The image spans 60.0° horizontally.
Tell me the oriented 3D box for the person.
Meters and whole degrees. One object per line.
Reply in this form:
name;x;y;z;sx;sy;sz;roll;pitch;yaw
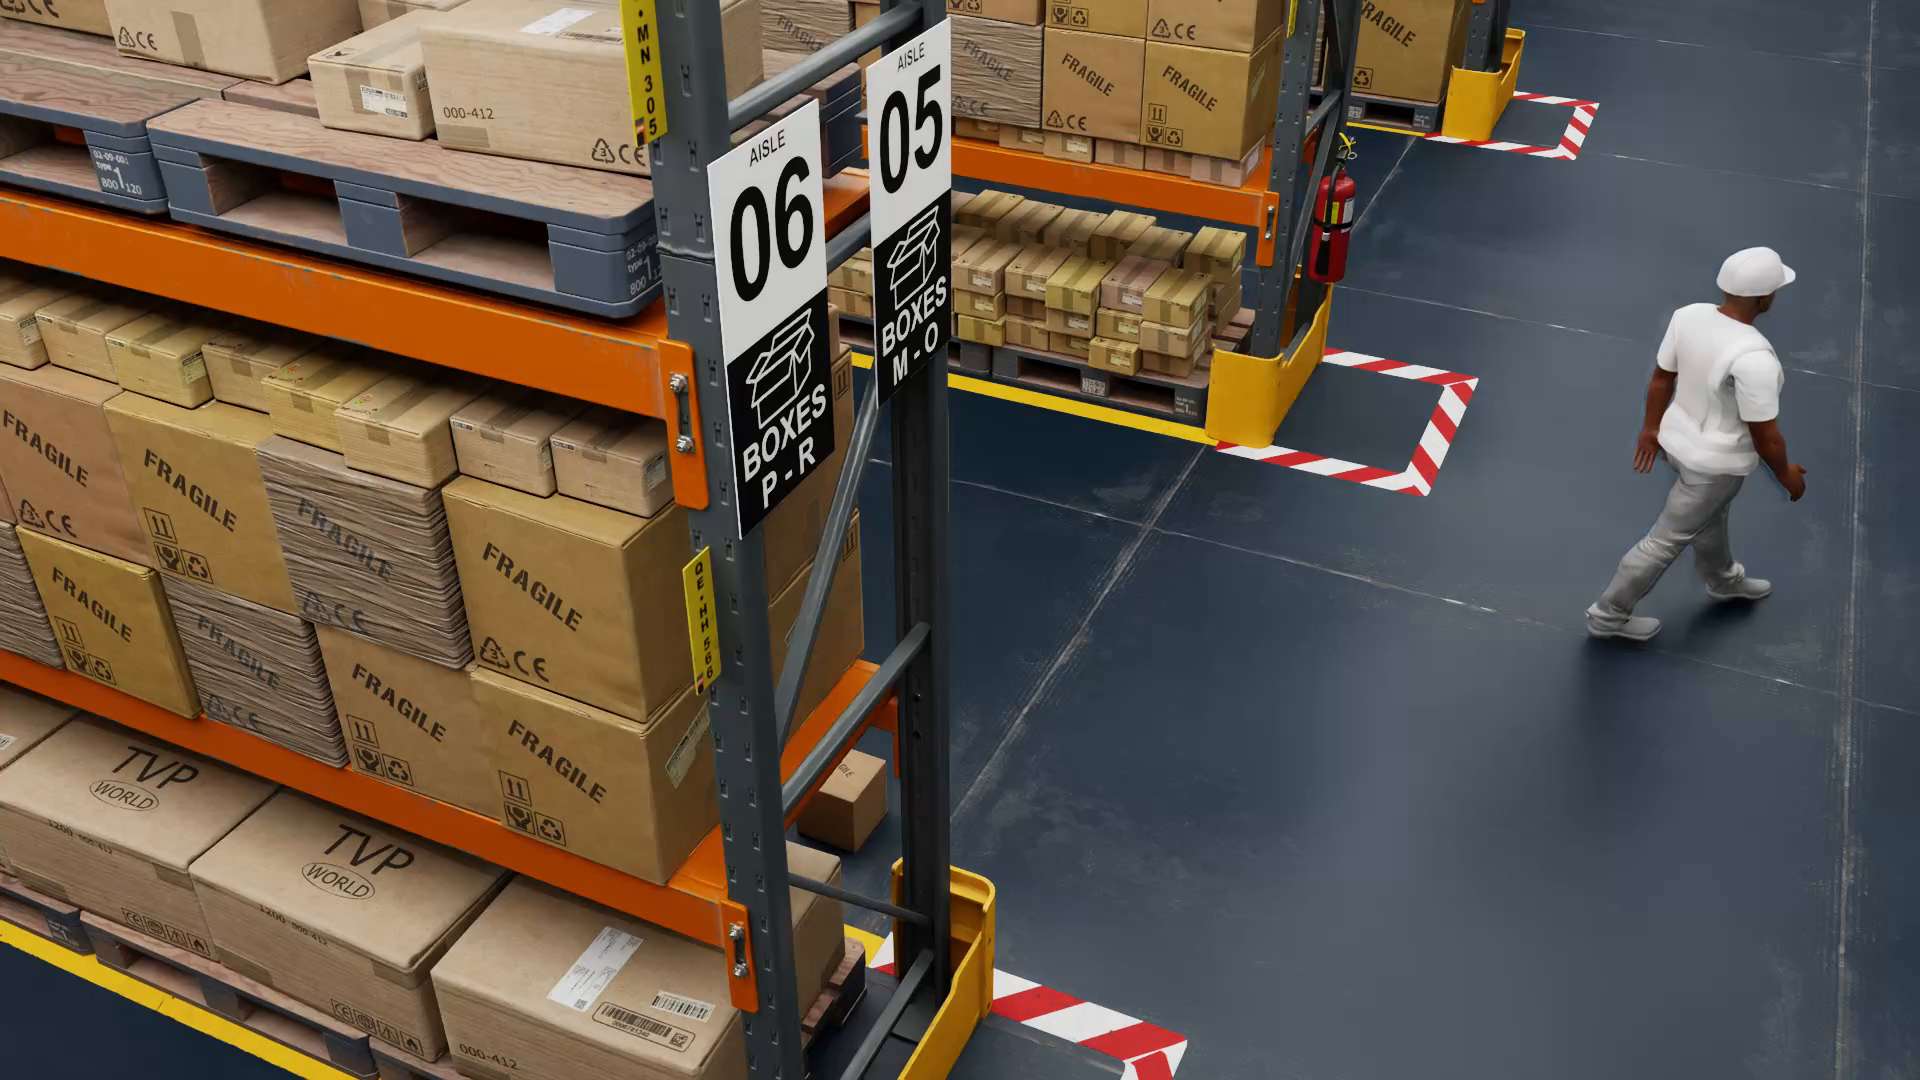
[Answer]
person;3.107;-0.370;6.647;0.949;1.718;0.579;-4;34;-7
